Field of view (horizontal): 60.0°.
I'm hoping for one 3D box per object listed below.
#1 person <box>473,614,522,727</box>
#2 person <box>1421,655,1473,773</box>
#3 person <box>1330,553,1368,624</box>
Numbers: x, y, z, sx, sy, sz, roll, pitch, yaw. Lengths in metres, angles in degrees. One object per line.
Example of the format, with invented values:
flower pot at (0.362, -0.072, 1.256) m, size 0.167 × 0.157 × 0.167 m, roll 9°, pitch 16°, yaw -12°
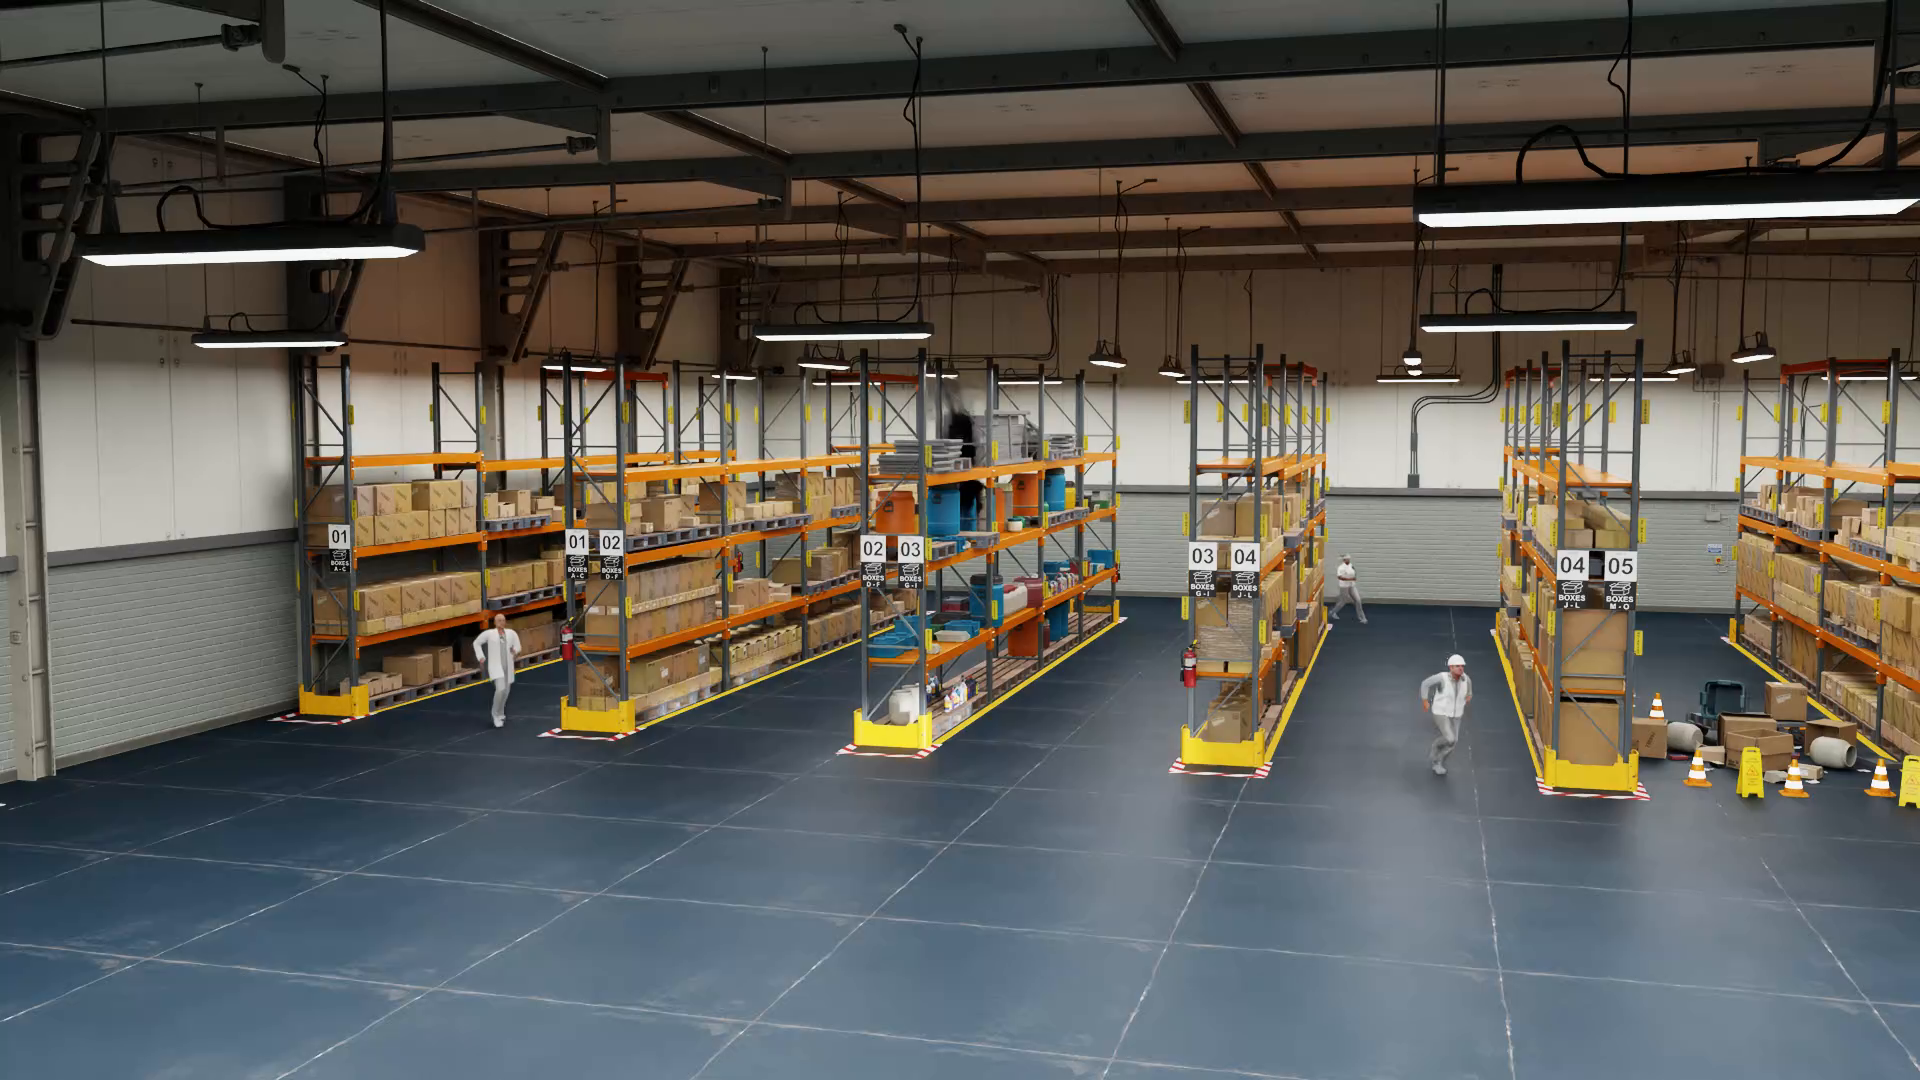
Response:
person at (-7.433, 2.106, 26.906) m, size 0.675 × 1.824 × 0.809 m, roll -4°, pitch 6°, yaw -40°
person at (6.802, 2.427, 23.089) m, size 0.645 × 1.699 × 0.736 m, roll -1°, pitch 4°, yaw -17°
person at (9.358, 1.152, 40.209) m, size 0.594 × 1.690 × 0.941 m, roll -3°, pitch 5°, yaw -33°
